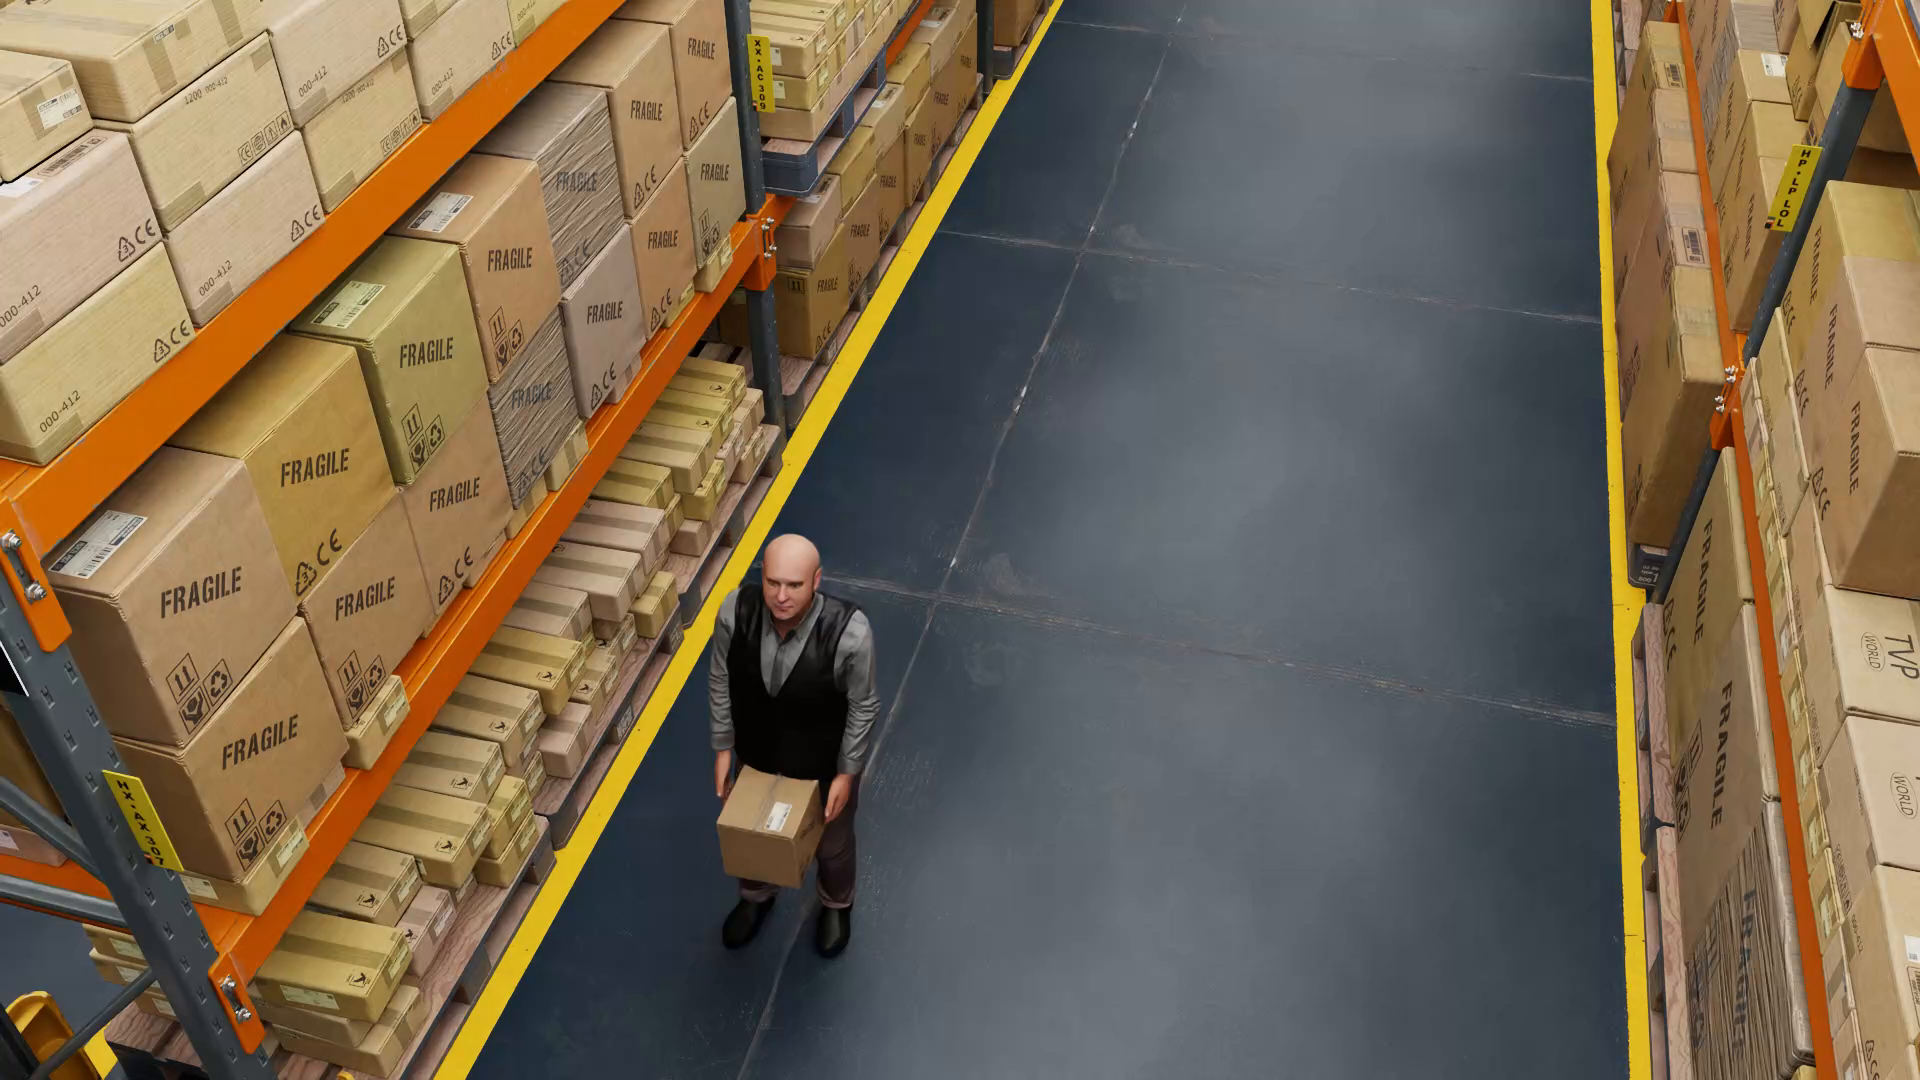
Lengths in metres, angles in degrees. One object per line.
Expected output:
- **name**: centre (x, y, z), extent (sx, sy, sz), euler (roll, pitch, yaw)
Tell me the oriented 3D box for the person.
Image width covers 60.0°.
- **person**: centre (-0.536, 0.708, 5.351), extent (0.574, 1.726, 0.428), euler (10, 42, 11)
